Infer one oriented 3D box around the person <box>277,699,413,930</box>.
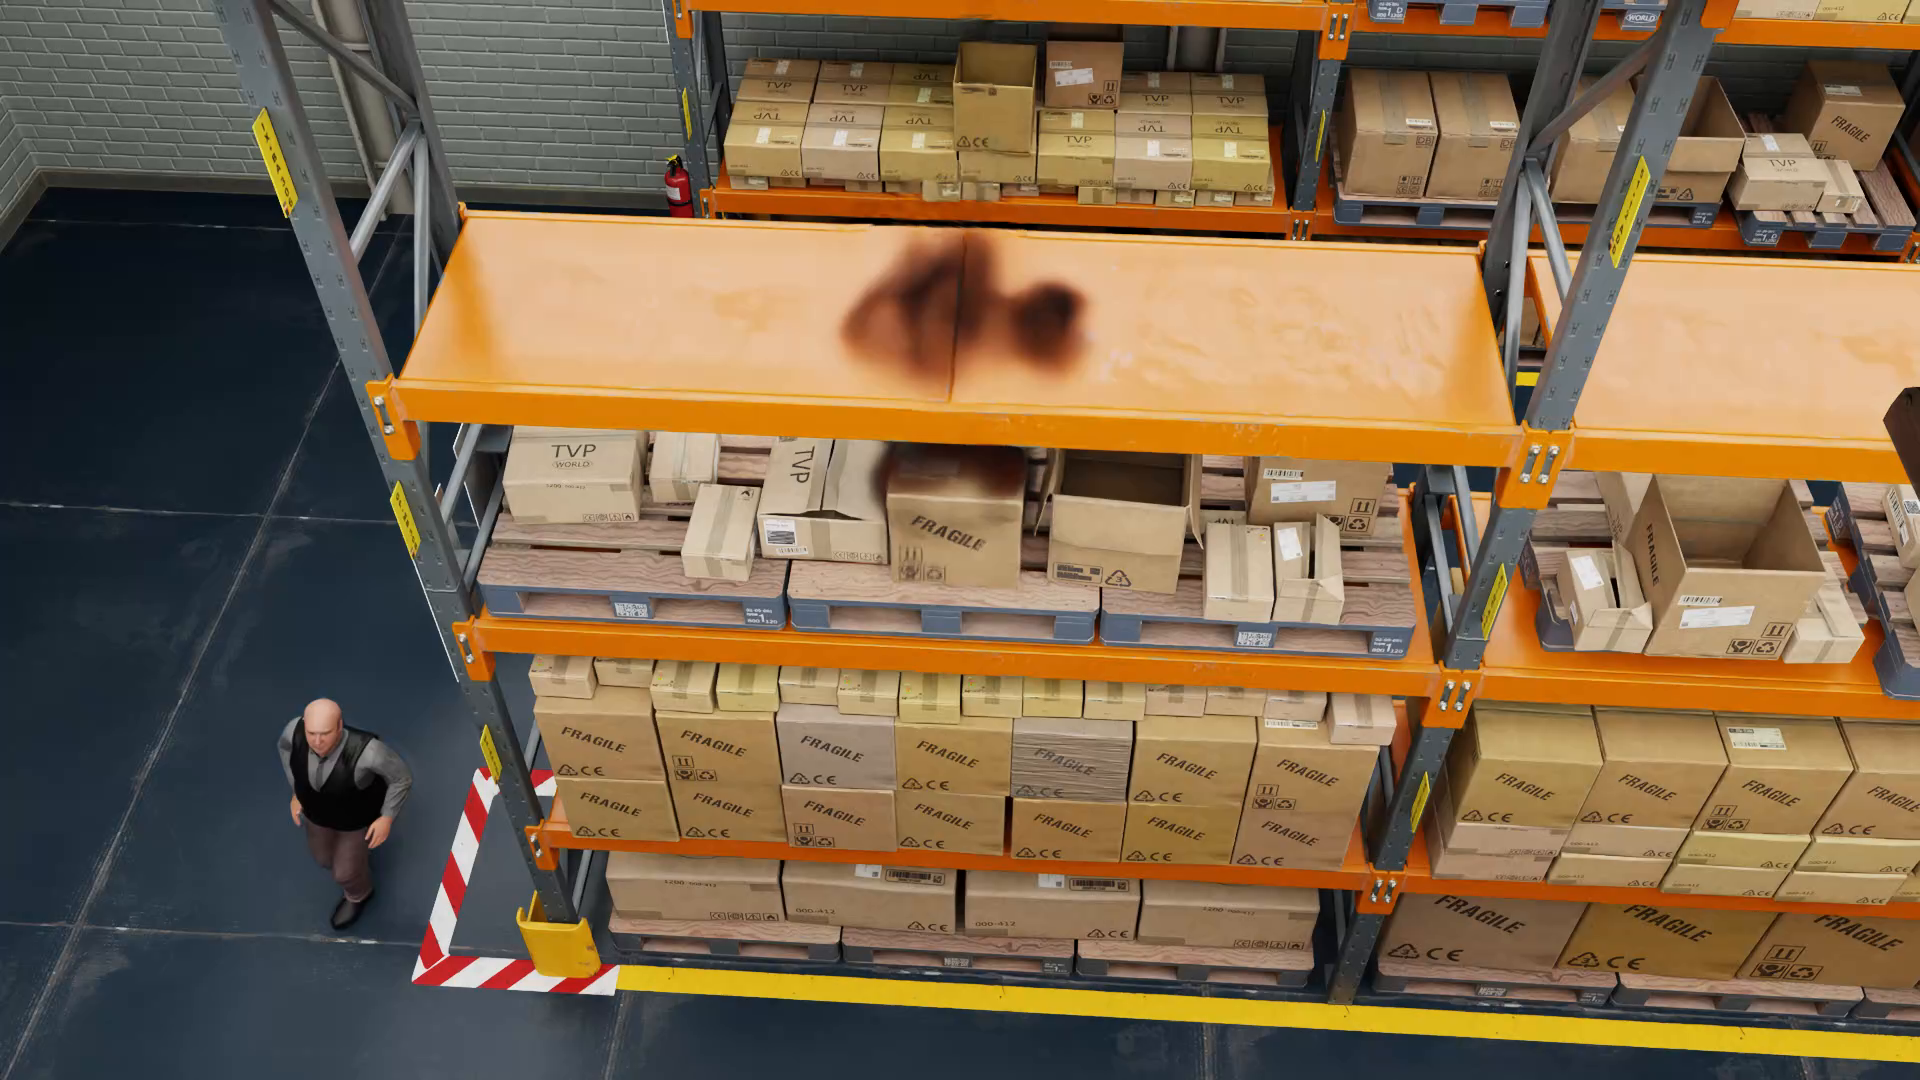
[{"bbox_3d":[-3.058,1.311,8.432,0.717,1.673,0.660,8,48,7],"label":"person"}]
